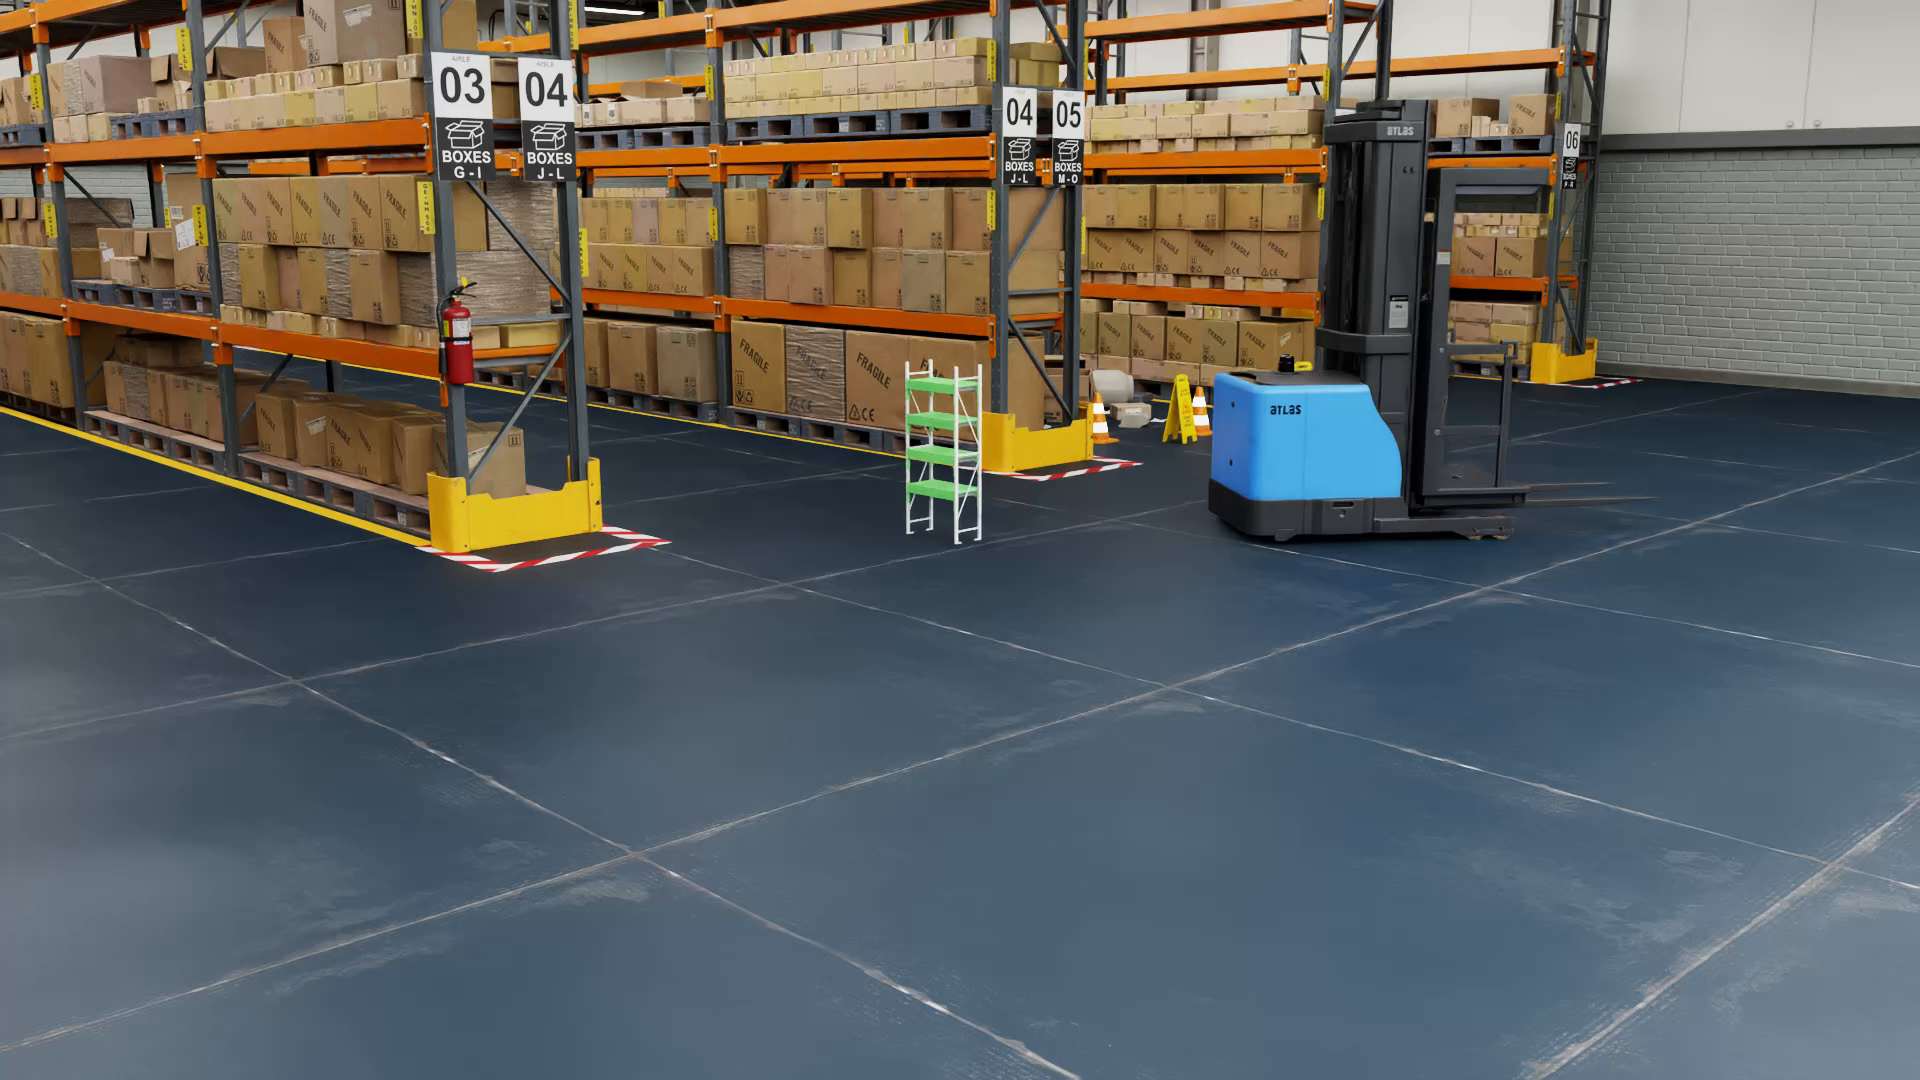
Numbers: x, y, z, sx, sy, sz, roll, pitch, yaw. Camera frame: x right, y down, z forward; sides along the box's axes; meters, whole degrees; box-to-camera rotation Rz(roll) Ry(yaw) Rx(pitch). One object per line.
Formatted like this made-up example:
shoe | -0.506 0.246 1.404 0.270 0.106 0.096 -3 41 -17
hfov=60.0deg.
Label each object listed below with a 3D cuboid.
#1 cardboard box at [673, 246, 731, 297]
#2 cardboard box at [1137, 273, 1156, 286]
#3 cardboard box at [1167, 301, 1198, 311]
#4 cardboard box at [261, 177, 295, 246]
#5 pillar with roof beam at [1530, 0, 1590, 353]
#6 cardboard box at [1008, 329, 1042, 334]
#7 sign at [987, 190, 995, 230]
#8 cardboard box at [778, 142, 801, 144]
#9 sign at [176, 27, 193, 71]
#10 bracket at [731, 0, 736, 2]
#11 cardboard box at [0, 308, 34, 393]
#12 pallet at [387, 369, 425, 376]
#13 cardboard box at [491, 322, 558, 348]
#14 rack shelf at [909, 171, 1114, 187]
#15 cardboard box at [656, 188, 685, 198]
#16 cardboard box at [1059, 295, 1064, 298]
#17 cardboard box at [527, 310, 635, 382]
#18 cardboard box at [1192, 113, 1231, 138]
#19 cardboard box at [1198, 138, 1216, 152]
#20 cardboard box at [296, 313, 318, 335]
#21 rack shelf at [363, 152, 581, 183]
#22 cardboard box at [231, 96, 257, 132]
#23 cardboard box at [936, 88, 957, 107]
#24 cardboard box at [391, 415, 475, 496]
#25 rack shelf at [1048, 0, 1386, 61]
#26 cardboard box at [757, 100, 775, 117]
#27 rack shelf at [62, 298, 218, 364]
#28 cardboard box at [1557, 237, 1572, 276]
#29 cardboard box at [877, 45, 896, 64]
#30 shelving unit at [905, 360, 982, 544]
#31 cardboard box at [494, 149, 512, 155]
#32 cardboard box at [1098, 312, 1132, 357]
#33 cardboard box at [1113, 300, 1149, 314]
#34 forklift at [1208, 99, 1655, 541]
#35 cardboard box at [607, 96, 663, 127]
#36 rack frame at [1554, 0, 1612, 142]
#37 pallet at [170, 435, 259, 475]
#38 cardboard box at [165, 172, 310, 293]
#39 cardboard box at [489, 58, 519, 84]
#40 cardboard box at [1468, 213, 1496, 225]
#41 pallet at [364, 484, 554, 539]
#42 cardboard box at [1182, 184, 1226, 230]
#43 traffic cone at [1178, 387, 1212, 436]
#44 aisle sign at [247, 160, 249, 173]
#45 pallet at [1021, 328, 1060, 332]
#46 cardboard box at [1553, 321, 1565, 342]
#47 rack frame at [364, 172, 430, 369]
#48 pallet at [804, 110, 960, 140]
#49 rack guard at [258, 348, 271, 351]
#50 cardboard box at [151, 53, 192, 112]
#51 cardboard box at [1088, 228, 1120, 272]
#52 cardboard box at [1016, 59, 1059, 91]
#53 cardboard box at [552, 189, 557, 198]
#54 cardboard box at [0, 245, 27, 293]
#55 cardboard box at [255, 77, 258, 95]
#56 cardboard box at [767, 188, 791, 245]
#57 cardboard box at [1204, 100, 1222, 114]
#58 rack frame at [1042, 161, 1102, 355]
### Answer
cardboard box | -2.650 -2.821 17.421 0.500 0.500 0.500 -11 16 -43
cardboard box | 2.276 -3.036 19.335 0.380 0.149 0.250 -11 16 -42
cardboard box | 3.582 -3.471 25.668 0.625 0.625 0.875 11 16 43
cardboard box | -4.935 -2.494 12.620 0.500 0.500 0.500 -11 16 -43
pillar with roof beam | 4.821 -6.111 18.774 9.100 9.000 0.400 -11 16 -43
cardboard box | 0.551 -2.537 21.762 0.950 0.372 0.625 -10 15 -39
sign | 0.264 -2.759 13.911 0.100 0.325 0.005 -11 16 -43
cardboard box | -2.169 -5.863 23.713 0.500 0.500 0.700 11 16 42
sign | -6.152 -3.894 13.187 0.100 0.325 0.005 -11 16 -43
bracket | -4.466 -10.991 33.540 0.235 0.232 0.430 -11 16 -43
cardboard box | -10.204 -2.168 18.726 0.875 0.875 1.225 11 16 43
pallet | -7.082 -2.421 22.640 1.003 0.211 1.213 -11 16 -43
cardboard box | -3.015 -1.424 11.514 0.380 0.149 0.250 -11 16 -43
rack shelf | 0.858 -6.122 28.042 1.077 0.370 4.000 -11 16 -43
cardboard box | -4.553 -5.462 26.156 0.380 0.149 0.250 -11 16 -44
cardboard box | 1.715 -4.049 27.179 0.250 0.149 0.380 11 16 42
cardboard box | -4.503 -2.319 19.768 1.050 0.750 0.750 -11 16 -43
cardboard box | 2.920 -4.581 18.413 0.500 0.250 0.500 -10 16 -41
cardboard box | 2.864 -4.404 18.541 0.250 0.149 0.380 11 16 44
cardboard box | -4.777 -1.643 12.575 0.380 0.149 0.250 -11 16 -43
rack shelf | -6.240 -4.725 21.263 1.077 0.370 4.000 -11 16 -43
cardboard box | -5.259 -3.274 12.808 0.500 0.250 0.500 -11 16 -43
cardboard box | 0.018 -3.788 14.265 0.380 0.149 0.250 -11 16 -42
cardboard box | -3.848 -0.630 12.190 0.500 0.500 0.500 -6 13 -28
rack shelf | 2.795 -5.730 18.713 1.077 0.370 4.000 -11 16 -43
cardboard box | -1.739 -4.159 16.065 0.380 0.149 0.250 -11 16 -43
rack shelf | -7.134 -1.996 15.449 1.077 0.370 4.000 -11 16 -43
cardboard box | 7.623 -3.706 21.717 0.500 0.500 0.500 -10 15 -41
cardboard box | -0.512 -4.291 14.727 0.380 0.149 0.250 -11 16 -42
shelving unit | -0.114 -0.612 11.408 0.258 1.200 0.503 -11 16 -43
cardboard box | -5.437 -4.883 19.996 0.500 0.500 0.500 -11 16 -43
cardboard box | 2.005 -2.463 19.850 0.500 0.500 0.500 -10 15 -40
cardboard box | 2.026 -2.756 19.664 0.380 0.149 0.250 -10 15 -40
forklift | 3.367 -1.538 11.614 3.031 2.935 1.130 -2 12 -8
cardboard box | -3.466 -4.638 17.989 0.500 0.311 0.500 11 16 43
rack frame | 7.764 -6.484 20.583 1.000 3.000 0.127 -11 16 -43
pallet | -6.292 -0.804 14.791 1.003 0.211 1.213 -11 16 -43
cardboard box | -6.201 -2.691 14.514 1.000 1.000 1.000 -11 16 -42
cardboard box | -3.014 -3.136 11.149 0.380 0.149 0.250 -11 16 -43
cardboard box | 6.853 -4.194 21.742 0.380 0.149 0.250 -11 16 -42
pallet | -3.579 -0.241 12.060 1.003 0.211 1.213 -11 16 -43
cardboard box | 2.895 -3.717 18.557 0.700 0.500 0.500 -11 16 -43
traffic cone | 2.379 -1.290 16.525 0.336 0.463 0.334 -11 16 -43
aisle sign | -10.650 -5.726 25.330 0.394 0.787 0.004 -11 16 -43
pallet | 1.751 -3.462 27.692 1.003 0.211 1.213 -11 16 -43
cardboard box | 7.590 -2.747 21.847 0.500 0.250 0.500 -11 16 -42
rack frame | -7.621 -3.900 22.910 1.000 3.000 0.127 -11 16 -43
pallet | -0.700 -3.860 15.498 1.003 0.211 1.213 -11 16 -43
rack guard | -10.331 -3.249 25.941 1.175 0.500 0.348 -11 16 -43
cardboard box | -6.657 -4.002 14.671 0.797 0.503 0.637 -10 15 -40
cardboard box | 1.880 -3.459 19.782 0.500 0.500 0.500 -11 16 -43
cardboard box | 0.519 -4.051 14.554 0.500 0.250 0.500 -11 16 -43
cardboard box | -6.828 -5.955 28.548 0.380 0.149 0.250 -10 16 -41
cardboard box | -10.087 -2.950 18.049 0.500 0.500 0.500 -10 16 -41
cardboard box | -5.146 -3.455 12.699 0.380 0.149 0.250 -10 15 -41
cardboard box | -1.402 -3.213 16.523 0.875 0.550 0.550 -11 16 -43
cardboard box | 2.926 -4.799 18.484 0.250 0.149 0.380 11 16 44
rack frame | 1.414 -3.437 20.662 1.000 3.000 0.127 -11 16 -43
